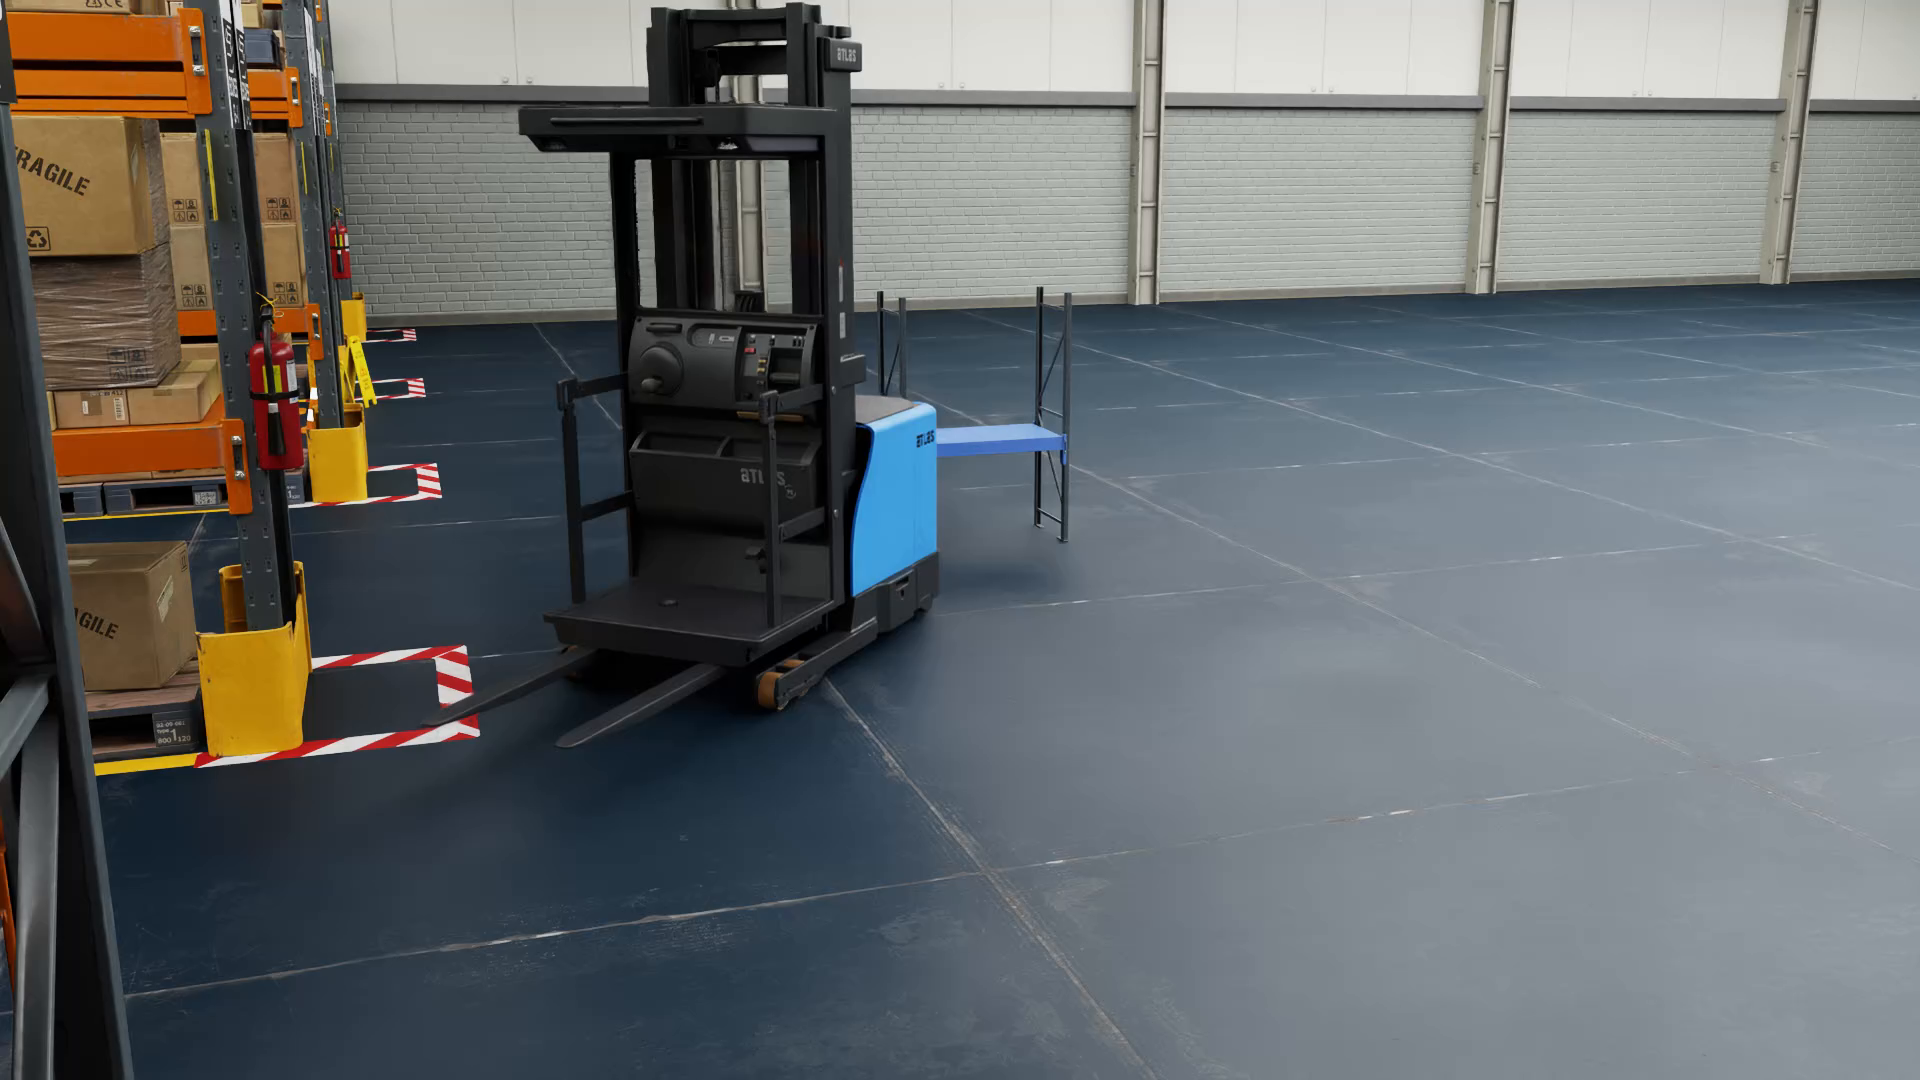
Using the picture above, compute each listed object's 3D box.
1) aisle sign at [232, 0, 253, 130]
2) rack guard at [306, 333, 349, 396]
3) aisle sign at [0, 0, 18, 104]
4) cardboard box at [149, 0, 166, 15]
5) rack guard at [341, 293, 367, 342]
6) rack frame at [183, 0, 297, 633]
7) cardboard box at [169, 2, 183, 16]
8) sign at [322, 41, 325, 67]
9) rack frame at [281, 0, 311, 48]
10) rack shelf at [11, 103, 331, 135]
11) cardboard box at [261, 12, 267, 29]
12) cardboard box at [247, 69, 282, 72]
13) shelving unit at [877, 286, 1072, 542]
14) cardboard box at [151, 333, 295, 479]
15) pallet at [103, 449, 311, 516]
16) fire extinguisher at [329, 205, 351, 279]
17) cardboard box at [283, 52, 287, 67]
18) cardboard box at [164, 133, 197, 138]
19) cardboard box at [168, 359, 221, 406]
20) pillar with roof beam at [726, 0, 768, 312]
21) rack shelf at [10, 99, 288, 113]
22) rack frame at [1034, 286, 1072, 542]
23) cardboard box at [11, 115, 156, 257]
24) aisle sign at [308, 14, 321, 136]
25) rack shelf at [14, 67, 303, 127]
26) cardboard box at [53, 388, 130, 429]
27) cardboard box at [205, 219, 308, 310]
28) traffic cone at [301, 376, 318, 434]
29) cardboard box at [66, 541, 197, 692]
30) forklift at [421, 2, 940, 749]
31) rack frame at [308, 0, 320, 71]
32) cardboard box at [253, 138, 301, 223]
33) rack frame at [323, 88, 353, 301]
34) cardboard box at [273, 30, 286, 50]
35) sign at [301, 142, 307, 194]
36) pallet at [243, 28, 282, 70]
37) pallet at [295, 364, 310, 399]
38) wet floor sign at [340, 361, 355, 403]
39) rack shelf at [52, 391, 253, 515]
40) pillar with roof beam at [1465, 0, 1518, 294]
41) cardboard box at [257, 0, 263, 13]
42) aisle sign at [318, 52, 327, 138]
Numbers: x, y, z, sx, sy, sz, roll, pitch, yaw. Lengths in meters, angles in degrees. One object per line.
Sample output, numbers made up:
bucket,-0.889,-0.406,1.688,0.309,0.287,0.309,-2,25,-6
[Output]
aisle sign,-2.943,-2.080,6.789,0.004,0.787,0.394,-4,14,-18
rack guard,-6.138,-1.697,16.197,0.348,0.500,1.175,-4,14,-18
aisle sign,-1.351,-0.993,2.219,0.004,0.787,0.394,-4,14,-18
cardboard box,-3.445,-2.153,6.553,0.500,0.250,0.500,-4,14,-16
rack guard,-7.630,-2.793,20.804,0.348,0.500,1.175,-4,14,-18
rack frame,-2.906,-0.745,6.794,0.127,3.000,1.000,-4,14,-18
cardboard box,-4.838,-3.313,10.528,0.250,0.149,0.380,-4,14,-18
sign,-7.493,-5.739,19.562,0.005,0.325,0.100,-4,14,-18
rack frame,-4.392,-4.759,10.705,0.127,3.000,1.000,-4,14,-18
rack shelf,-9.549,-4.969,19.623,4.000,0.370,1.077,-4,14,-18
cardboard box,-4.819,-3.476,11.210,0.250,0.149,0.380,-4,14,-18
cardboard box,-6.465,-4.353,15.160,0.500,0.250,0.500,-5,14,-19
shelving unit,0.081,-0.736,9.996,1.048,1.500,0.538,-4,14,-18
cardboard box,-5.014,-0.947,11.325,0.875,0.875,0.875,-4,14,-18
pallet,-5.125,-0.408,11.401,1.213,0.211,1.003,-4,14,-18
fire extinguisher,-5.811,-2.789,15.551,0.183,0.674,0.296,-4,14,-18
cardboard box,-7.995,-5.682,19.726,0.500,0.500,0.500,-4,14,-16
cardboard box,-6.963,-3.477,15.260,0.500,0.500,0.700,-4,14,-18
cardboard box,-3.252,-0.654,6.955,0.250,0.149,0.380,-4,14,-18
pillar with roof beam,-1.541,-6.571,18.320,0.400,9.000,9.100,-4,14,-18
rack shelf,-7.962,-3.881,15.047,4.000,0.370,1.077,-4,14,-18
rack frame,0.563,-0.773,10.153,0.032,1.500,0.500,-4,14,-18
cardboard box,-3.348,-1.330,6.234,0.500,0.500,0.500,-4,14,-18
aisle sign,-4.420,-3.176,11.397,0.004,0.787,0.394,-4,14,-18
rack shelf,-6.287,-2.802,10.515,4.000,0.370,1.077,-4,14,-18
cardboard box,-3.347,-0.539,6.468,0.250,0.149,0.380,-4,14,-18
cardboard box,-4.729,-1.876,11.225,0.550,0.550,0.875,-4,14,-18
traffic cone,-5.386,-1.152,13.984,0.334,0.463,0.336,-4,14,-18
cardboard box,-3.503,0.309,6.857,0.500,0.500,0.500,-2,14,-8
forklift,-1.142,-0.810,7.213,1.130,2.935,3.031,6,14,22
rack frame,-6.066,-5.837,15.238,0.127,3.000,1.000,-4,14,-18
cardboard box,-4.756,-2.420,11.177,0.550,0.550,0.875,-4,14,-18
rack frame,-7.653,-4.007,20.507,0.127,3.000,1.000,-4,14,-18
cardboard box,-6.293,-4.554,15.144,0.250,0.149,0.380,-4,14,-18
sign,-4.232,-2.399,10.733,0.005,0.325,0.100,-4,14,-18
pallet,-5.092,-3.200,10.822,1.213,0.211,1.003,-4,14,-18
pallet,-6.920,-1.504,16.011,1.213,0.211,1.003,-4,14,-18
wet floor sign,-4.996,-1.132,13.506,0.232,0.644,0.267,-7,15,-28
rack shelf,-4.801,-0.248,6.257,4.000,0.370,1.077,-4,14,-18
pillar with roof beam,9.833,-7.456,22.044,0.400,9.000,9.100,-4,14,-18
cardboard box,-4.931,-3.645,11.062,0.500,0.250,0.500,-4,14,-18
aisle sign,-6.107,-4.256,15.936,0.004,0.787,0.394,-4,14,-18
